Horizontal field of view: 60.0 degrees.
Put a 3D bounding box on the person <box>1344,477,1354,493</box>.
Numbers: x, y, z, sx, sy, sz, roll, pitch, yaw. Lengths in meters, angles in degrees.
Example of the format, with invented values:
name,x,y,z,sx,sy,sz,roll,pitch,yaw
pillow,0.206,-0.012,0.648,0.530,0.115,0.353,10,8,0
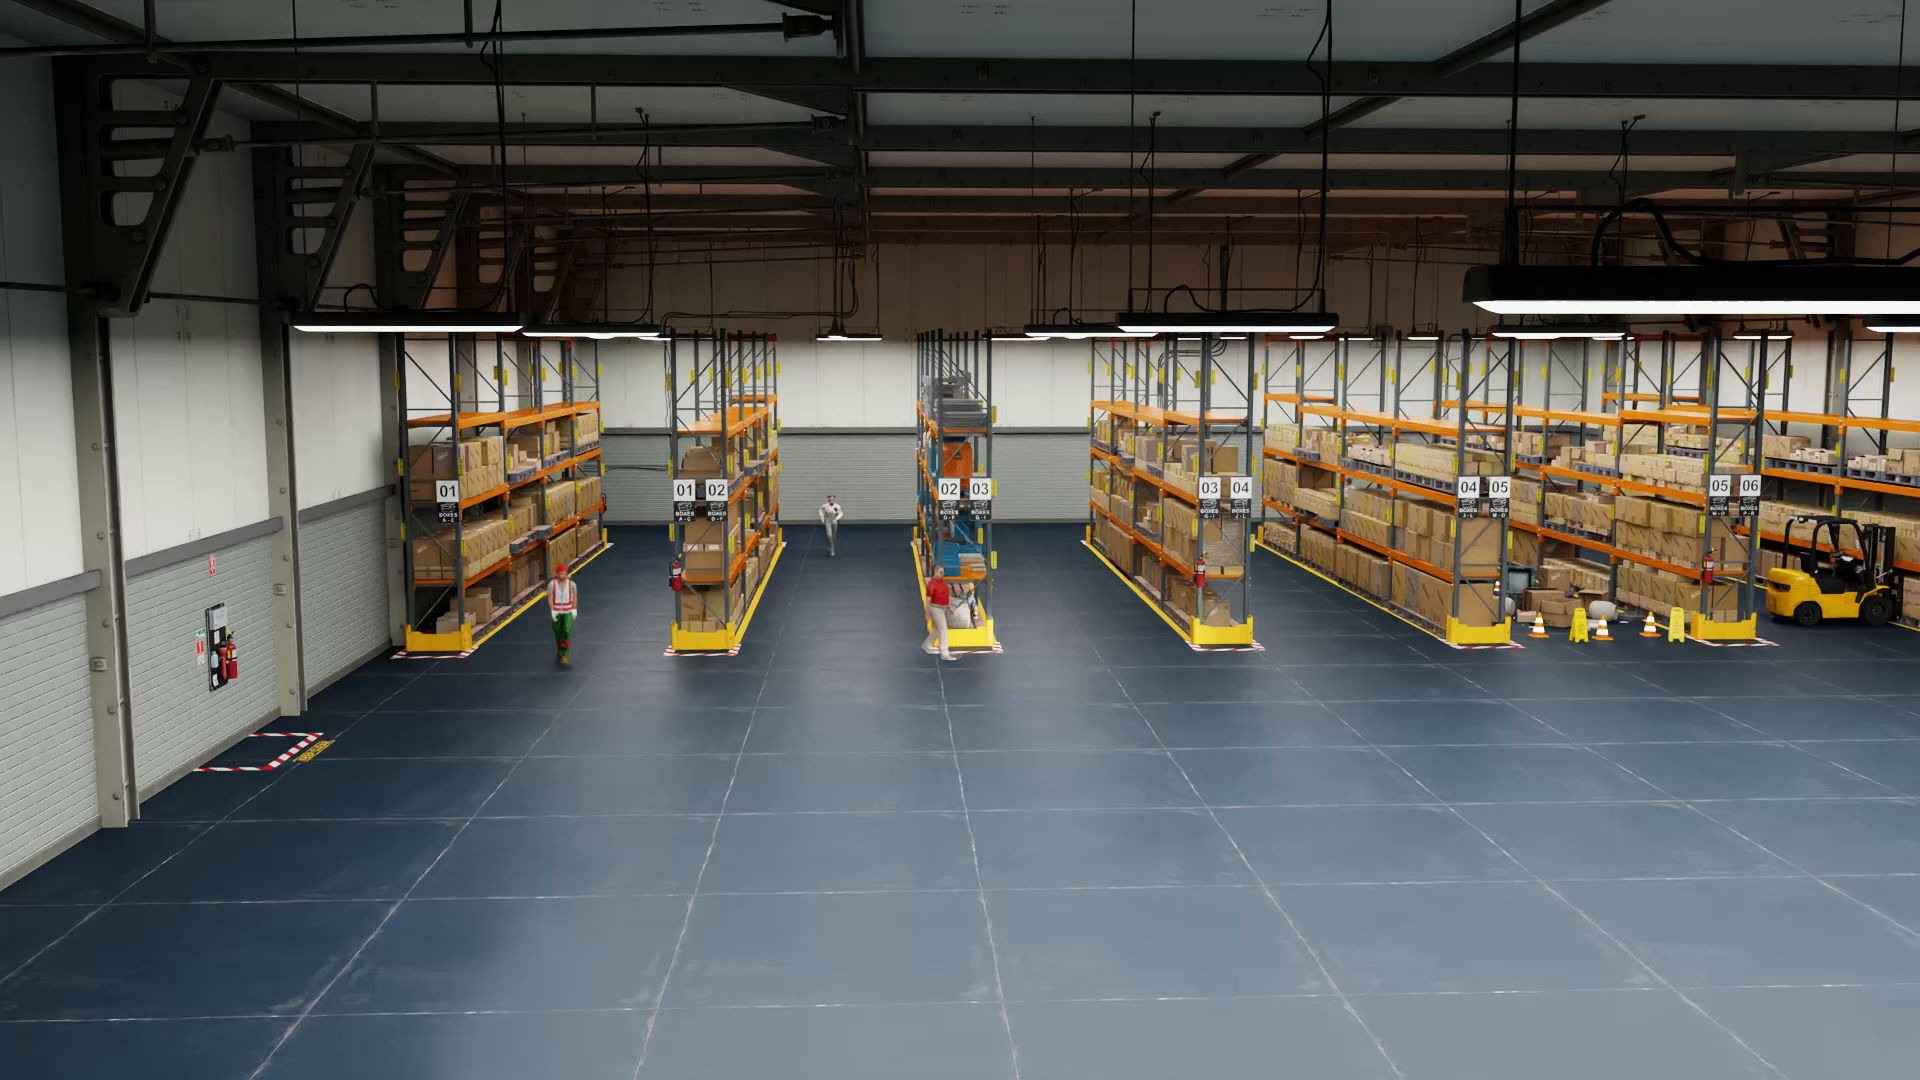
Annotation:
name,x,y,z,sx,sy,sz,roll,pitch,yaw
person,12.041,-1.160,51.580,0.529,1.586,0.424,-6,9,-41

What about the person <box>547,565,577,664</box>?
name,x,y,z,sx,sy,sz,roll,pitch,yaw
person,-7.189,1.311,30.051,0.522,1.735,0.962,-2,7,-13

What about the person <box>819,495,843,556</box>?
name,x,y,z,sx,sy,sz,roll,pitch,yaw
person,-3.520,-0.422,45.349,0.644,1.678,0.849,-1,7,-9

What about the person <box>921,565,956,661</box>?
name,x,y,z,sx,sy,sz,roll,pitch,yaw
person,-0.385,1.305,30.349,0.877,1.699,0.540,3,7,24
